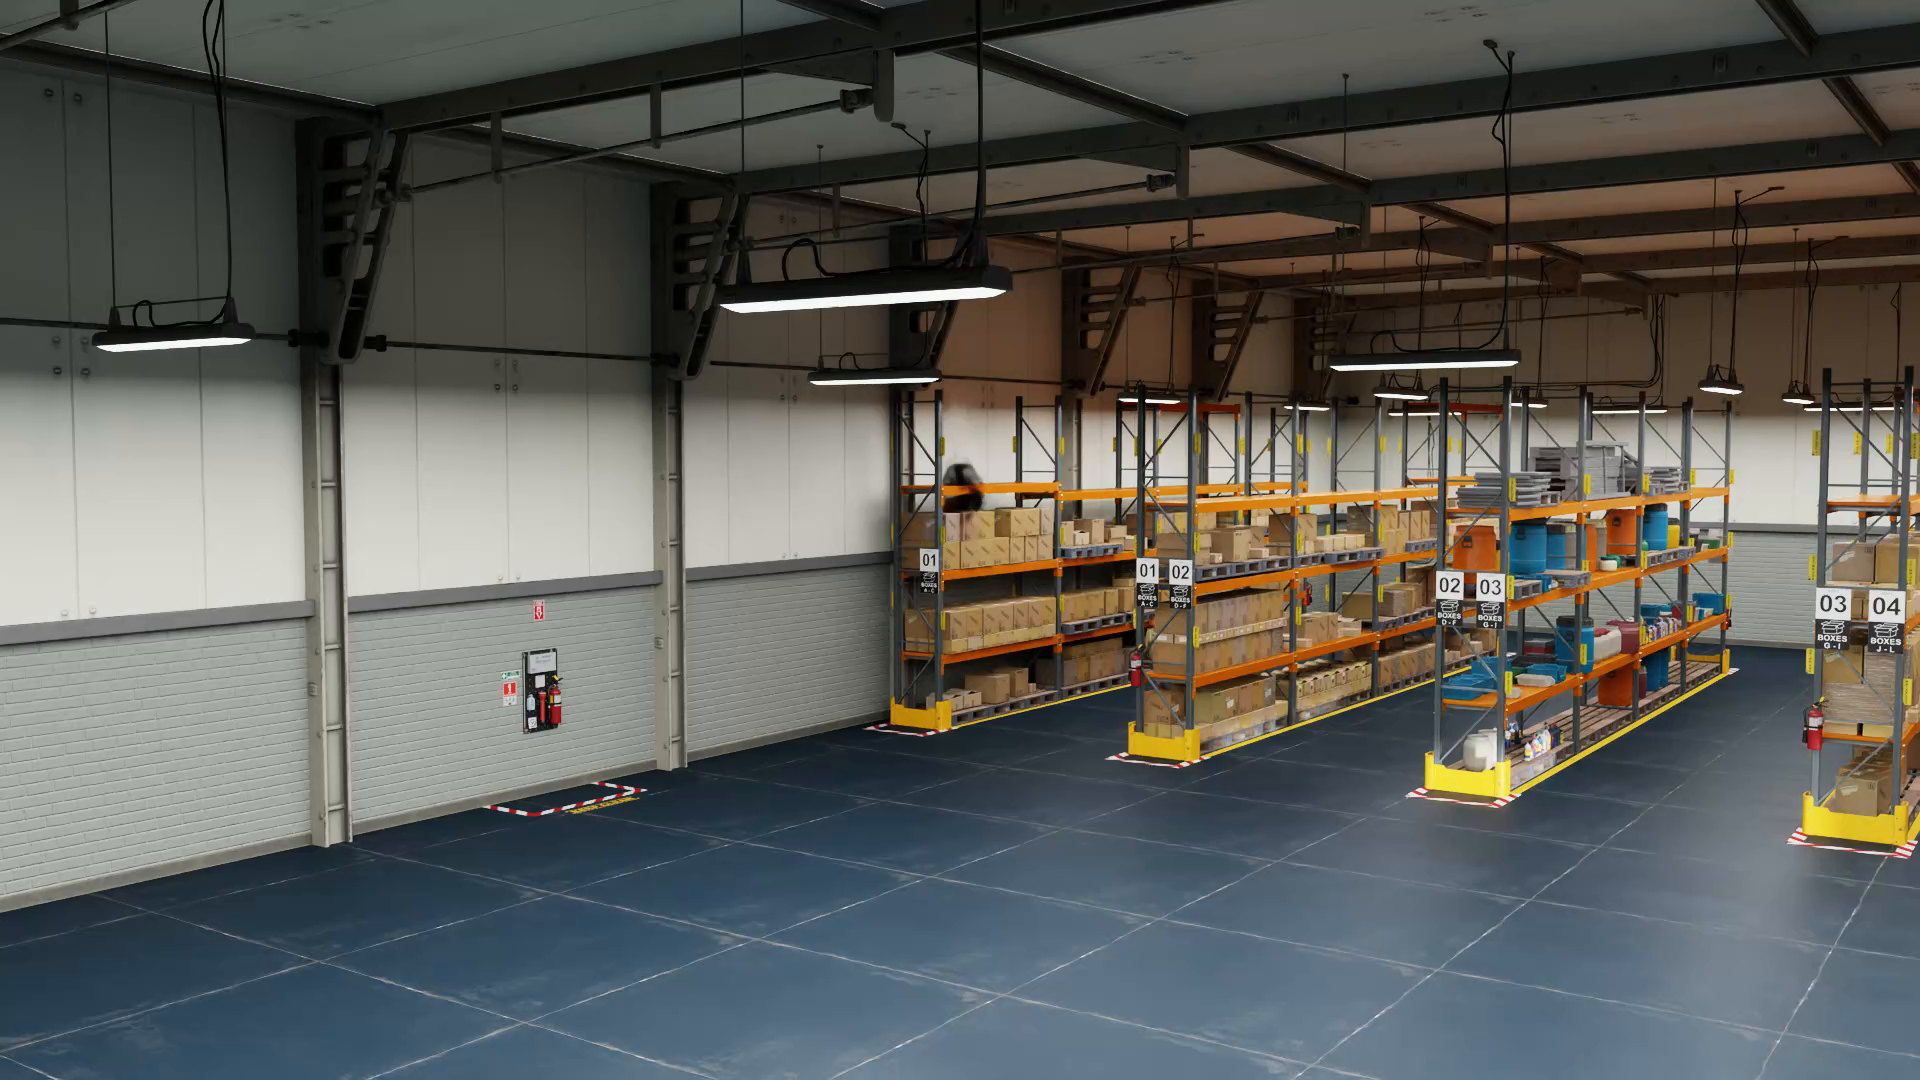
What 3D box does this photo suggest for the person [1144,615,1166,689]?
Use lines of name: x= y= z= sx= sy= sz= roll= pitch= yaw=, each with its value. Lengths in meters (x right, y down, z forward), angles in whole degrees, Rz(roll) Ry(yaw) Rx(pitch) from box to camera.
person: x=3.645 y=2.205 z=30.630 sx=0.529 sy=1.691 sz=0.866 roll=2 pitch=4 yaw=32
